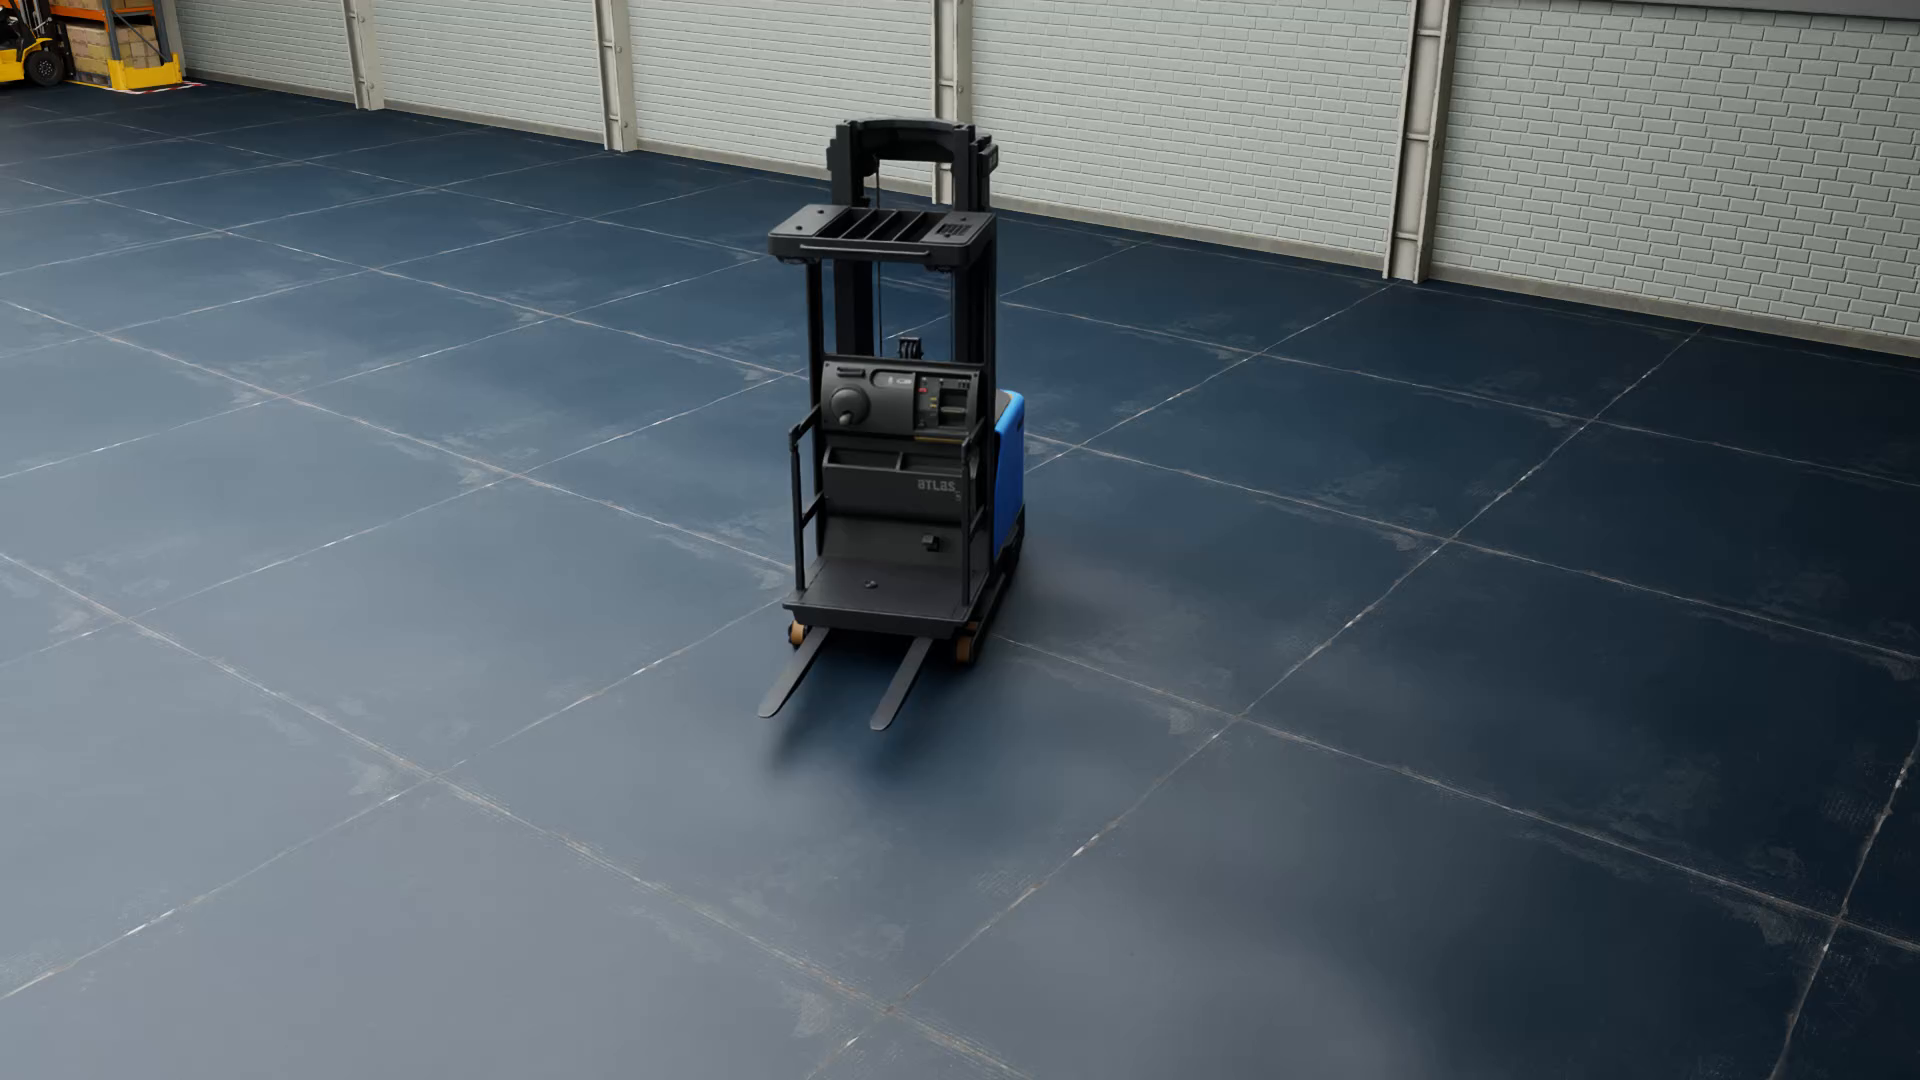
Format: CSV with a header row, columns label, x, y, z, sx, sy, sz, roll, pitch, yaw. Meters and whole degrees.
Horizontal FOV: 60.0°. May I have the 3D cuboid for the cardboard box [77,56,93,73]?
label,x,y,z,sx,sy,sz,roll,pitch,yaw
cardboard box,-15.447,-8.551,29.827,0.500,0.250,0.500,17,29,33

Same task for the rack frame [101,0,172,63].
label,x,y,z,sx,sy,sz,roll,pitch,yaw
rack frame,-14.489,-9.482,29.051,0.127,3.000,1.000,17,29,33

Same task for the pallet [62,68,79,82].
label,x,y,z,sx,sy,sz,roll,pitch,yaw
pallet,-16.098,-8.673,30.672,1.213,0.211,1.003,17,29,33

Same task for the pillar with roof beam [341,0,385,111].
label,x,y,z,sx,sy,sz,roll,pitch,yaw
pillar with roof beam,-12.287,-9.847,22.438,0.400,9.000,9.100,17,29,33

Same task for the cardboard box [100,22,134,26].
label,x,y,z,sx,sy,sz,roll,pitch,yaw
cardboard box,-15.162,-9.171,29.993,0.500,0.250,0.500,17,29,33

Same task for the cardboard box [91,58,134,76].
label,x,y,z,sx,sy,sz,roll,pitch,yaw
cardboard box,-15.055,-8.428,29.547,0.500,0.250,0.500,17,29,34

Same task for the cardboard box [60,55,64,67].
label,x,y,z,sx,sy,sz,roll,pitch,yaw
cardboard box,-16.271,-8.794,30.377,0.500,0.250,0.500,18,29,35

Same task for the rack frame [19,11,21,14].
label,x,y,z,sx,sy,sz,roll,pitch,yaw
rack frame,-17.690,-10.450,31.247,0.127,3.000,1.000,17,29,33

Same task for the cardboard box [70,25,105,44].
label,x,y,z,sx,sy,sz,roll,pitch,yaw
cardboard box,-15.457,-9.006,29.620,0.500,0.250,0.500,17,29,34

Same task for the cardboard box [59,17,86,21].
label,x,y,z,sx,sy,sz,roll,pitch,yaw
cardboard box,-16.369,-9.540,30.832,0.500,0.250,0.500,17,29,34

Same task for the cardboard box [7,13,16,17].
label,x,y,z,sx,sy,sz,roll,pitch,yaw
cardboard box,-18.730,-9.868,32.350,0.625,0.625,0.875,16,29,33

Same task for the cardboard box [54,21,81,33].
label,x,y,z,sx,sy,sz,roll,pitch,yaw
cardboard box,-16.267,-9.250,30.173,0.500,0.250,0.500,16,28,32

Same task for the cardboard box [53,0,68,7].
label,x,y,z,sx,sy,sz,roll,pitch,yaw
cardboard box,-15.860,-9.815,29.681,0.500,0.500,0.500,16,29,32

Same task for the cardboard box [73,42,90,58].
label,x,y,z,sx,sy,sz,roll,pitch,yaw
cardboard box,-15.461,-8.787,29.741,0.500,0.250,0.500,16,29,33

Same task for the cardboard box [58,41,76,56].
label,x,y,z,sx,sy,sz,roll,pitch,yaw
cardboard box,-15.887,-8.905,30.009,0.500,0.250,0.500,16,28,32

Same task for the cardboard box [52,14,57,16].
label,x,y,z,sx,sy,sz,roll,pitch,yaw
cardboard box,-17.180,-9.785,31.386,0.500,0.250,0.500,17,29,34

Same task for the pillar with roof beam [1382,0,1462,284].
label,x,y,z,sx,sy,sz,roll,pitch,yaw
pillar with roof beam,2.117,-5.494,12.559,0.400,9.000,9.100,17,29,33

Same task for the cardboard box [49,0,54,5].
label,x,y,z,sx,sy,sz,roll,pitch,yaw
cardboard box,-16.269,-9.933,29.949,0.500,0.500,0.500,17,29,34

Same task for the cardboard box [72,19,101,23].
label,x,y,z,sx,sy,sz,roll,pitch,yaw
cardboard box,-15.962,-9.421,30.562,0.500,0.250,0.500,16,28,32

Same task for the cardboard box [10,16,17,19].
label,x,y,z,sx,sy,sz,roll,pitch,yaw
cardboard box,-17.491,-9.623,31.019,0.500,0.250,0.500,16,29,33

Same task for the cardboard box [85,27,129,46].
label,x,y,z,sx,sy,sz,roll,pitch,yaw
cardboard box,-15.045,-8.885,29.344,0.500,0.250,0.500,18,29,35

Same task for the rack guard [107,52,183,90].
label,x,y,z,sx,sy,sz,roll,pitch,yaw
rack guard,-14.470,-8.333,29.542,0.348,0.500,1.175,17,29,33

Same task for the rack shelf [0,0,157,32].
label,x,y,z,sx,sy,sz,roll,pitch,yaw
rack shelf,-16.090,-9.637,30.294,4.000,0.370,1.077,17,29,33

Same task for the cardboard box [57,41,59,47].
label,x,y,z,sx,sy,sz,roll,pitch,yaw
cardboard box,-16.285,-9.027,30.287,0.500,0.250,0.500,17,29,33

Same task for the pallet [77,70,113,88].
label,x,y,z,sx,sy,sz,roll,pitch,yaw
pallet,-15.126,-8.378,30.002,1.213,0.211,1.003,17,29,33

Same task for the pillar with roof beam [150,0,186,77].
label,x,y,z,sx,sy,sz,roll,pitch,yaw
pillar with roof beam,-17.088,-11.298,25.731,0.400,9.000,9.100,17,29,33

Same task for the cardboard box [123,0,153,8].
label,x,y,z,sx,sy,sz,roll,pitch,yaw
cardboard box,-14.719,-9.738,29.506,0.500,0.500,0.500,18,29,35

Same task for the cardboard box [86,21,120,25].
label,x,y,z,sx,sy,sz,roll,pitch,yaw
cardboard box,-15.556,-9.295,30.276,0.500,0.250,0.500,17,29,33

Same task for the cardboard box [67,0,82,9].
label,x,y,z,sx,sy,sz,roll,pitch,yaw
cardboard box,-15.450,-9.691,29.400,0.500,0.500,0.500,18,29,35

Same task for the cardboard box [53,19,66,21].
label,x,y,z,sx,sy,sz,roll,pitch,yaw
cardboard box,-16.683,-9.379,30.467,0.500,0.250,0.500,18,29,35

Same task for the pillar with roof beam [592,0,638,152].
label,x,y,z,sx,sy,sz,roll,pitch,yaw
pillar with roof beam,-7.485,-8.396,19.145,0.400,9.000,9.100,17,29,33

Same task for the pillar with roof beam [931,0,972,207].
label,x,y,z,sx,sy,sz,roll,pitch,yaw
pillar with roof beam,-2.684,-6.945,15.852,0.400,9.000,9.100,17,29,33

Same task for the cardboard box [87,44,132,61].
label,x,y,z,sx,sy,sz,roll,pitch,yaw
cardboard box,-15.066,-8.662,29.458,0.500,0.250,0.500,16,29,33

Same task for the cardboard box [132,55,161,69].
label,x,y,z,sx,sy,sz,roll,pitch,yaw
cardboard box,-14.765,-8.598,29.934,0.500,0.250,0.500,17,29,34

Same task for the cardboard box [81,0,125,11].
label,x,y,z,sx,sy,sz,roll,pitch,yaw
cardboard box,-15.040,-9.562,29.109,0.500,0.500,0.500,16,28,32

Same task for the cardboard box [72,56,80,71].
label,x,y,z,sx,sy,sz,roll,pitch,yaw
cardboard box,-15.842,-8.675,30.108,0.500,0.250,0.500,17,29,34

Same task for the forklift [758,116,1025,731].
label,x,y,z,sx,sy,sz,roll,pitch,yaw
forklift,-0.391,-0.789,9.407,1.130,2.935,3.031,5,24,11

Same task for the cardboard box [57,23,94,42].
label,x,y,z,sx,sy,sz,roll,pitch,yaw
cardboard box,-15.867,-9.125,29.889,0.500,0.250,0.500,17,29,34

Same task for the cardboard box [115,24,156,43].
label,x,y,z,sx,sy,sz,roll,pitch,yaw
cardboard box,-14.760,-9.051,29.722,0.500,0.250,0.500,16,29,33

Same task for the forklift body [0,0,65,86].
label,x,y,z,sx,sy,sz,roll,pitch,yaw
forklift body,-17.101,-8.964,28.927,1.214,2.155,2.313,17,29,33

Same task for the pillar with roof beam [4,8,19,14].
label,x,y,z,sx,sy,sz,roll,pitch,yaw
pillar with roof beam,-21.889,-12.749,29.024,0.400,9.000,9.100,17,29,33

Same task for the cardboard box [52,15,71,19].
label,x,y,z,sx,sy,sz,roll,pitch,yaw
cardboard box,-16.766,-9.667,31.119,0.500,0.250,0.500,16,29,33

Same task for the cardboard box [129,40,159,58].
label,x,y,z,sx,sy,sz,roll,pitch,yaw
cardboard box,-14.741,-8.826,29.830,0.500,0.250,0.500,17,29,34
